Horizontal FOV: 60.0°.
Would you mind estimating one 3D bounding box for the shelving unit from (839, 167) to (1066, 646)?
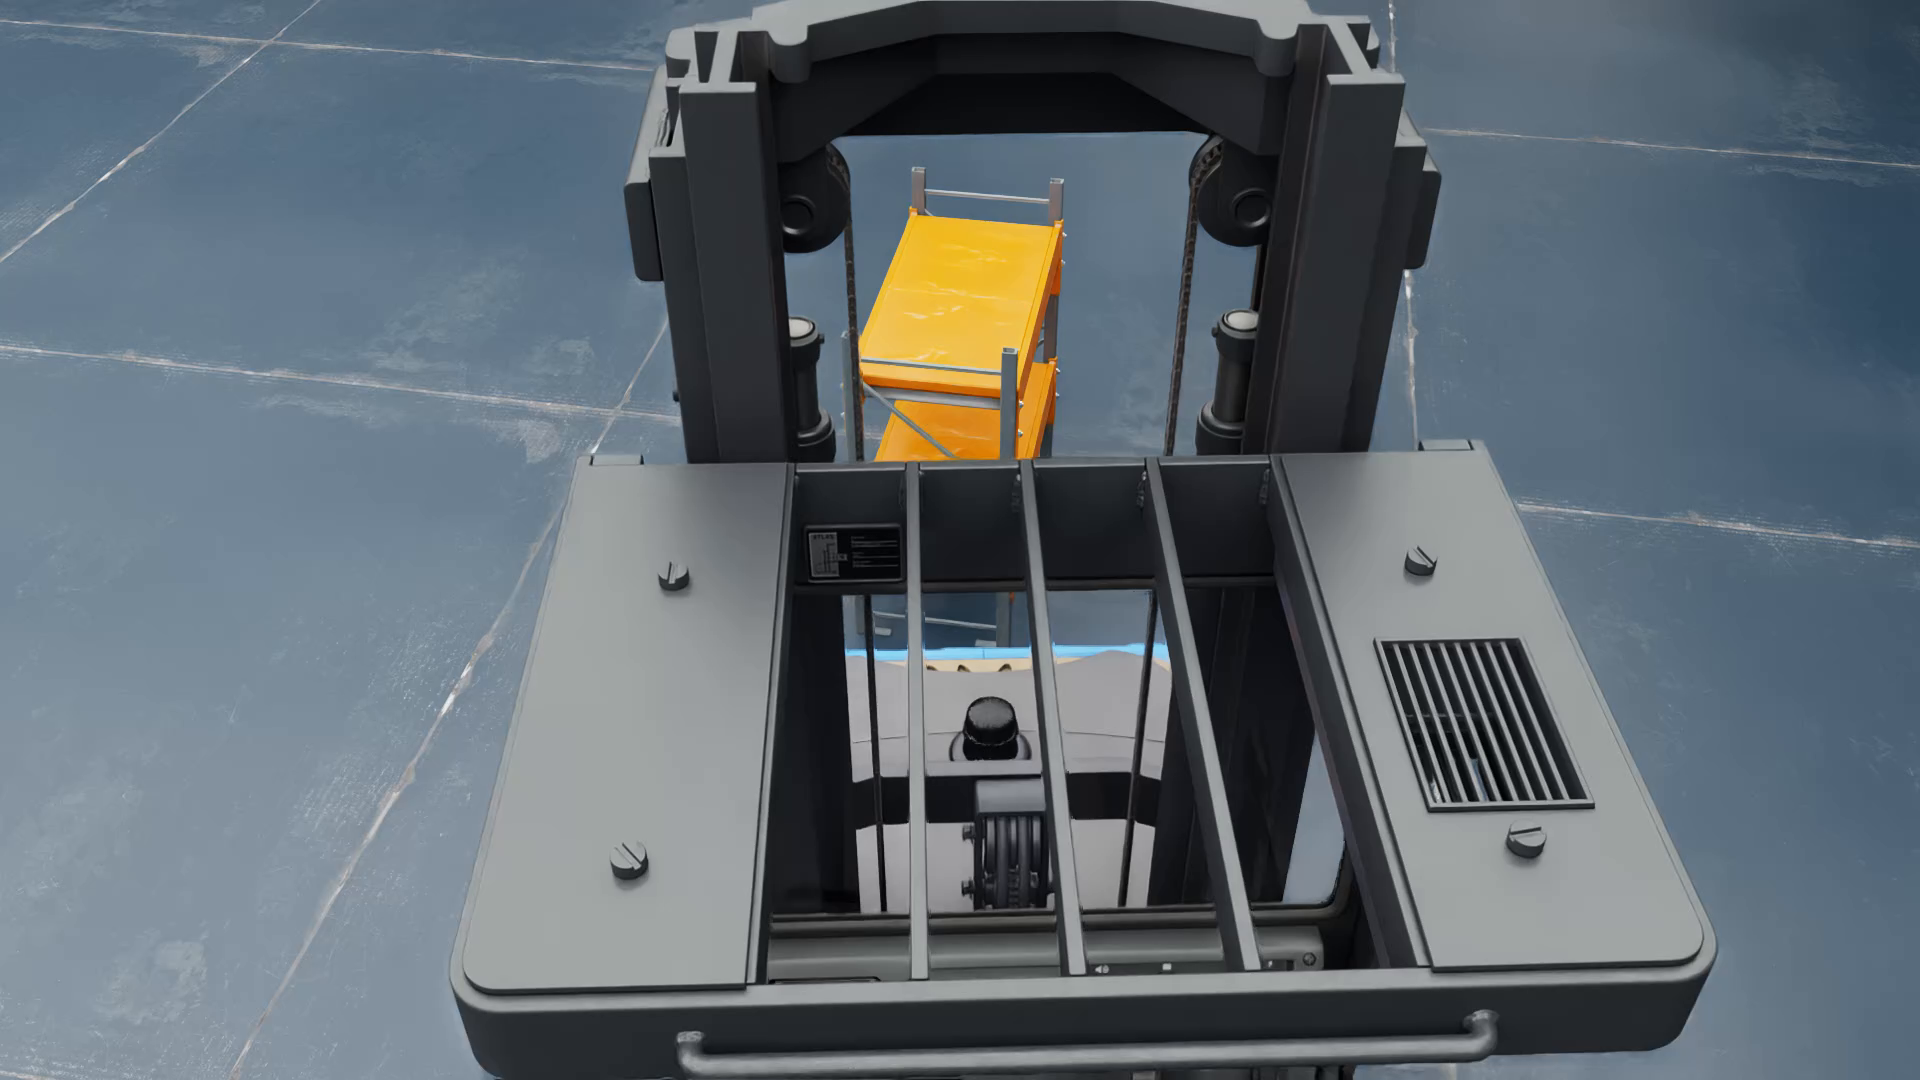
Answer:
[{"bbox_3d":[0.001,-0.438,5.397,0.538,1.125,1.048,6,40,8],"label":"shelving unit"}]

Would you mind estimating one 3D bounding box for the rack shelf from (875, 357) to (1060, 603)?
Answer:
[{"bbox_3d":[0.001,-0.249,5.553,0.538,0.278,1.000,6,40,8],"label":"rack shelf"}]

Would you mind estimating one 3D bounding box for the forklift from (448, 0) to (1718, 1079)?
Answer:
[{"bbox_3d":[0.097,0.875,2.392,1.130,2.935,3.031,-1,40,-1],"label":"forklift"}]

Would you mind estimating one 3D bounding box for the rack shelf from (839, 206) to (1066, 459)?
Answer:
[{"bbox_3d":[0.001,-0.663,5.210,0.538,0.278,1.000,6,40,8],"label":"rack shelf"}]

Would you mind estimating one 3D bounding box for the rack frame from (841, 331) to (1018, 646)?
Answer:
[{"bbox_3d":[-0.087,-0.119,5.011,0.500,1.125,0.032,6,40,8],"label":"rack frame"}]

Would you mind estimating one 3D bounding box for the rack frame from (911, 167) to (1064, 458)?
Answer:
[{"bbox_3d":[0.089,-0.757,5.783,0.500,1.125,0.032,6,40,8],"label":"rack frame"}]
